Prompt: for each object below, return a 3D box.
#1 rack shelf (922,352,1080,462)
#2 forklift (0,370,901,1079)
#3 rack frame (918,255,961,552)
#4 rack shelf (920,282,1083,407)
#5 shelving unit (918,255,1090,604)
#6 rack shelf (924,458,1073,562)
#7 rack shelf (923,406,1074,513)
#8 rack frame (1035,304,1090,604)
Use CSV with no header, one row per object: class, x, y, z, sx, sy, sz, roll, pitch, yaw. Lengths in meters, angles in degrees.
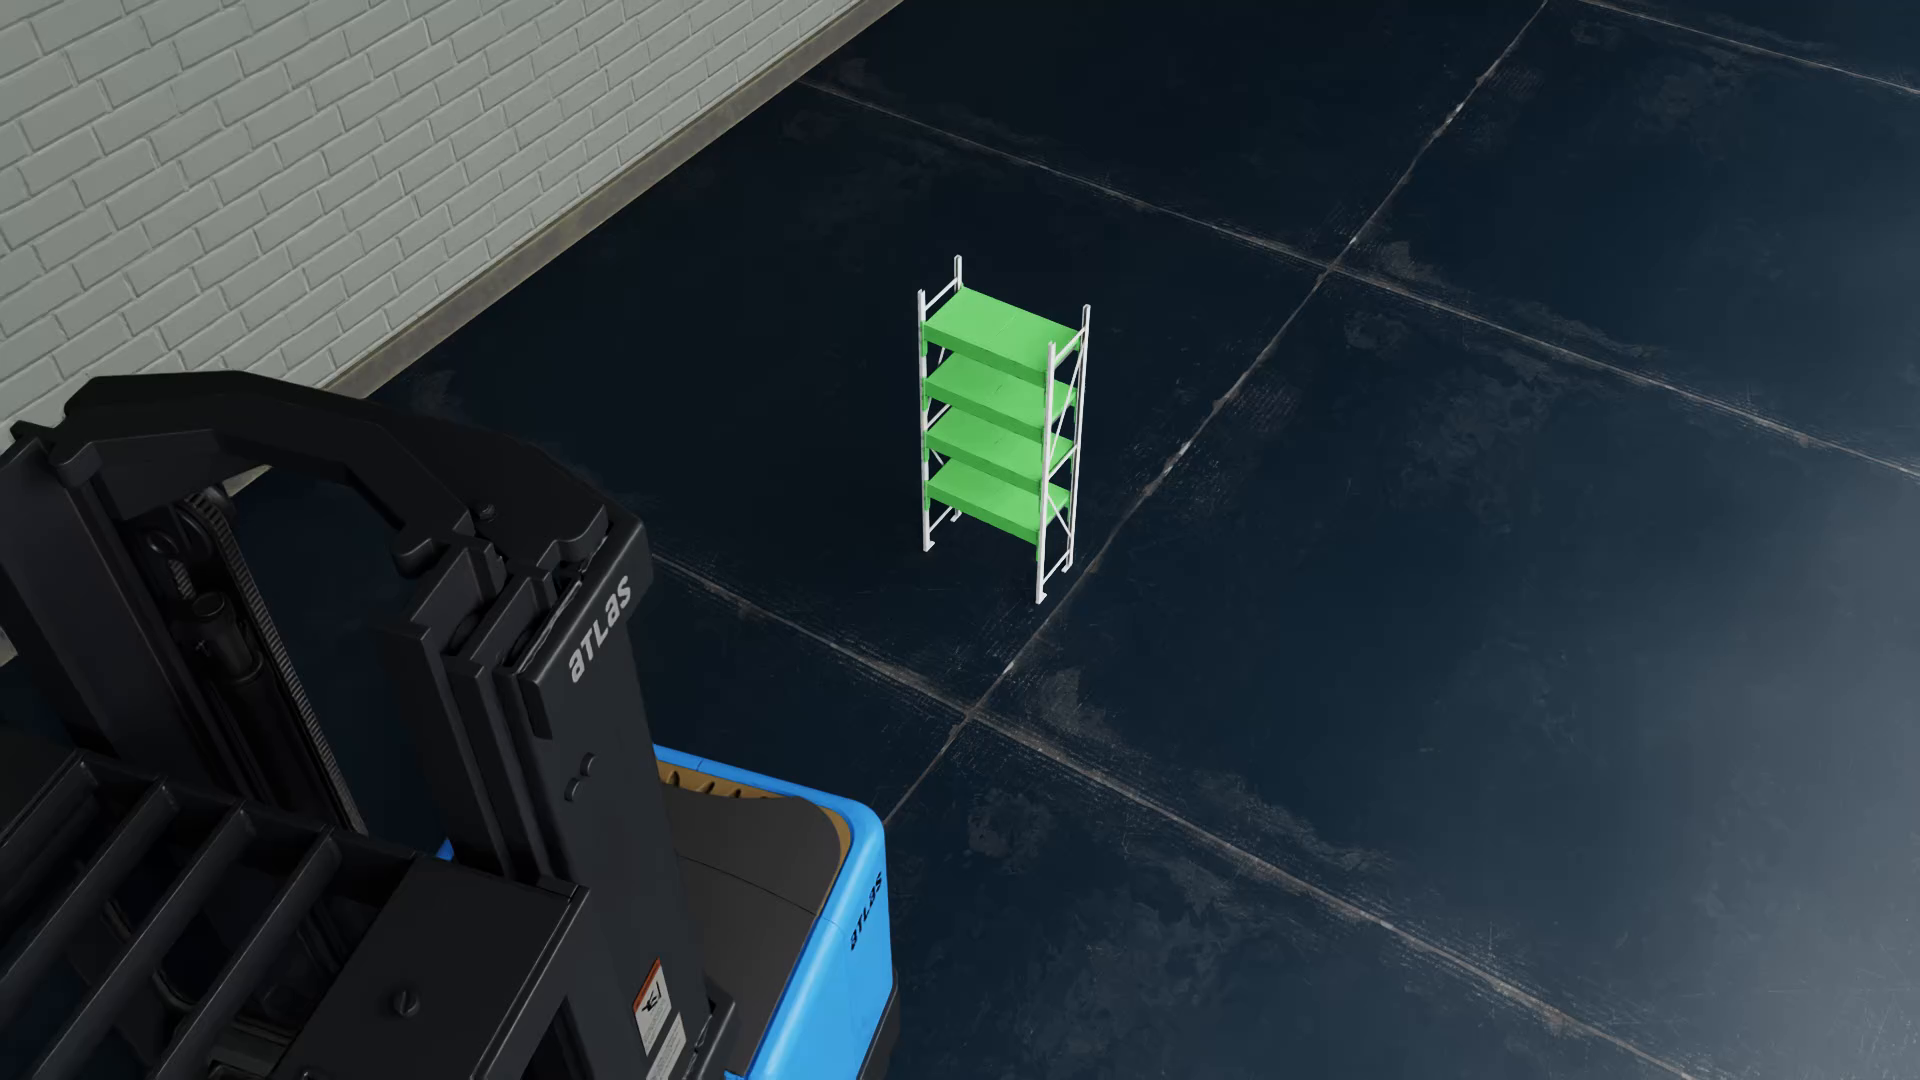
rack shelf,0.139,-0.477,5.631,0.480,0.148,0.258,25,51,22
forklift,-1.122,1.284,2.958,1.130,2.935,3.031,14,47,13
rack frame,-0.066,-0.449,5.849,0.015,1.200,0.240,25,51,22
rack shelf,0.139,-0.644,5.459,0.480,0.148,0.258,25,51,22
shelving unit,0.139,-0.354,5.757,0.503,1.200,0.258,25,51,22
rack shelf,0.139,-0.142,5.975,0.480,0.148,0.258,25,51,22
rack shelf,0.139,-0.310,5.803,0.480,0.148,0.258,25,51,22
rack frame,0.345,-0.260,5.666,0.015,1.200,0.240,25,51,22
